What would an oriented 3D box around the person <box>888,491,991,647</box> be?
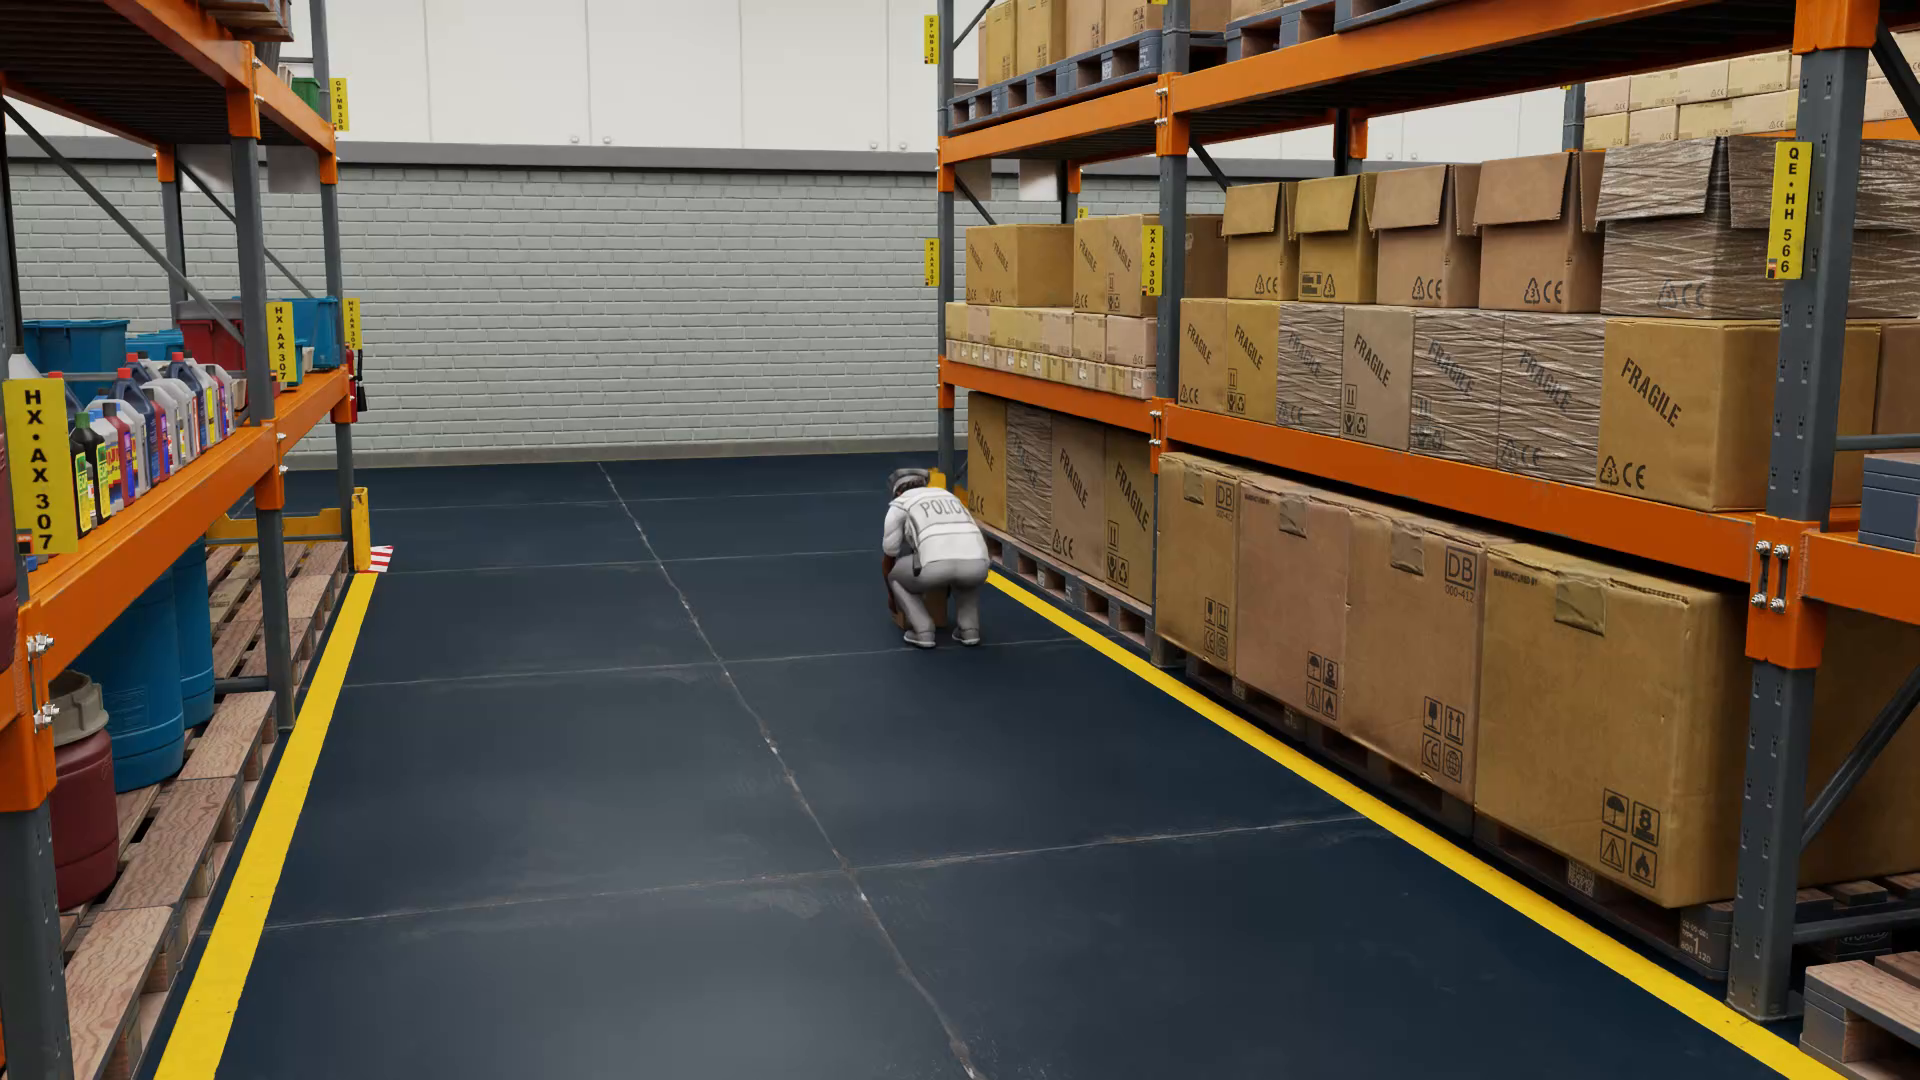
[{"bbox_3d":[-0.141,0.136,8.810,0.469,0.812,0.923,-3,10,-18],"label":"person"}]
